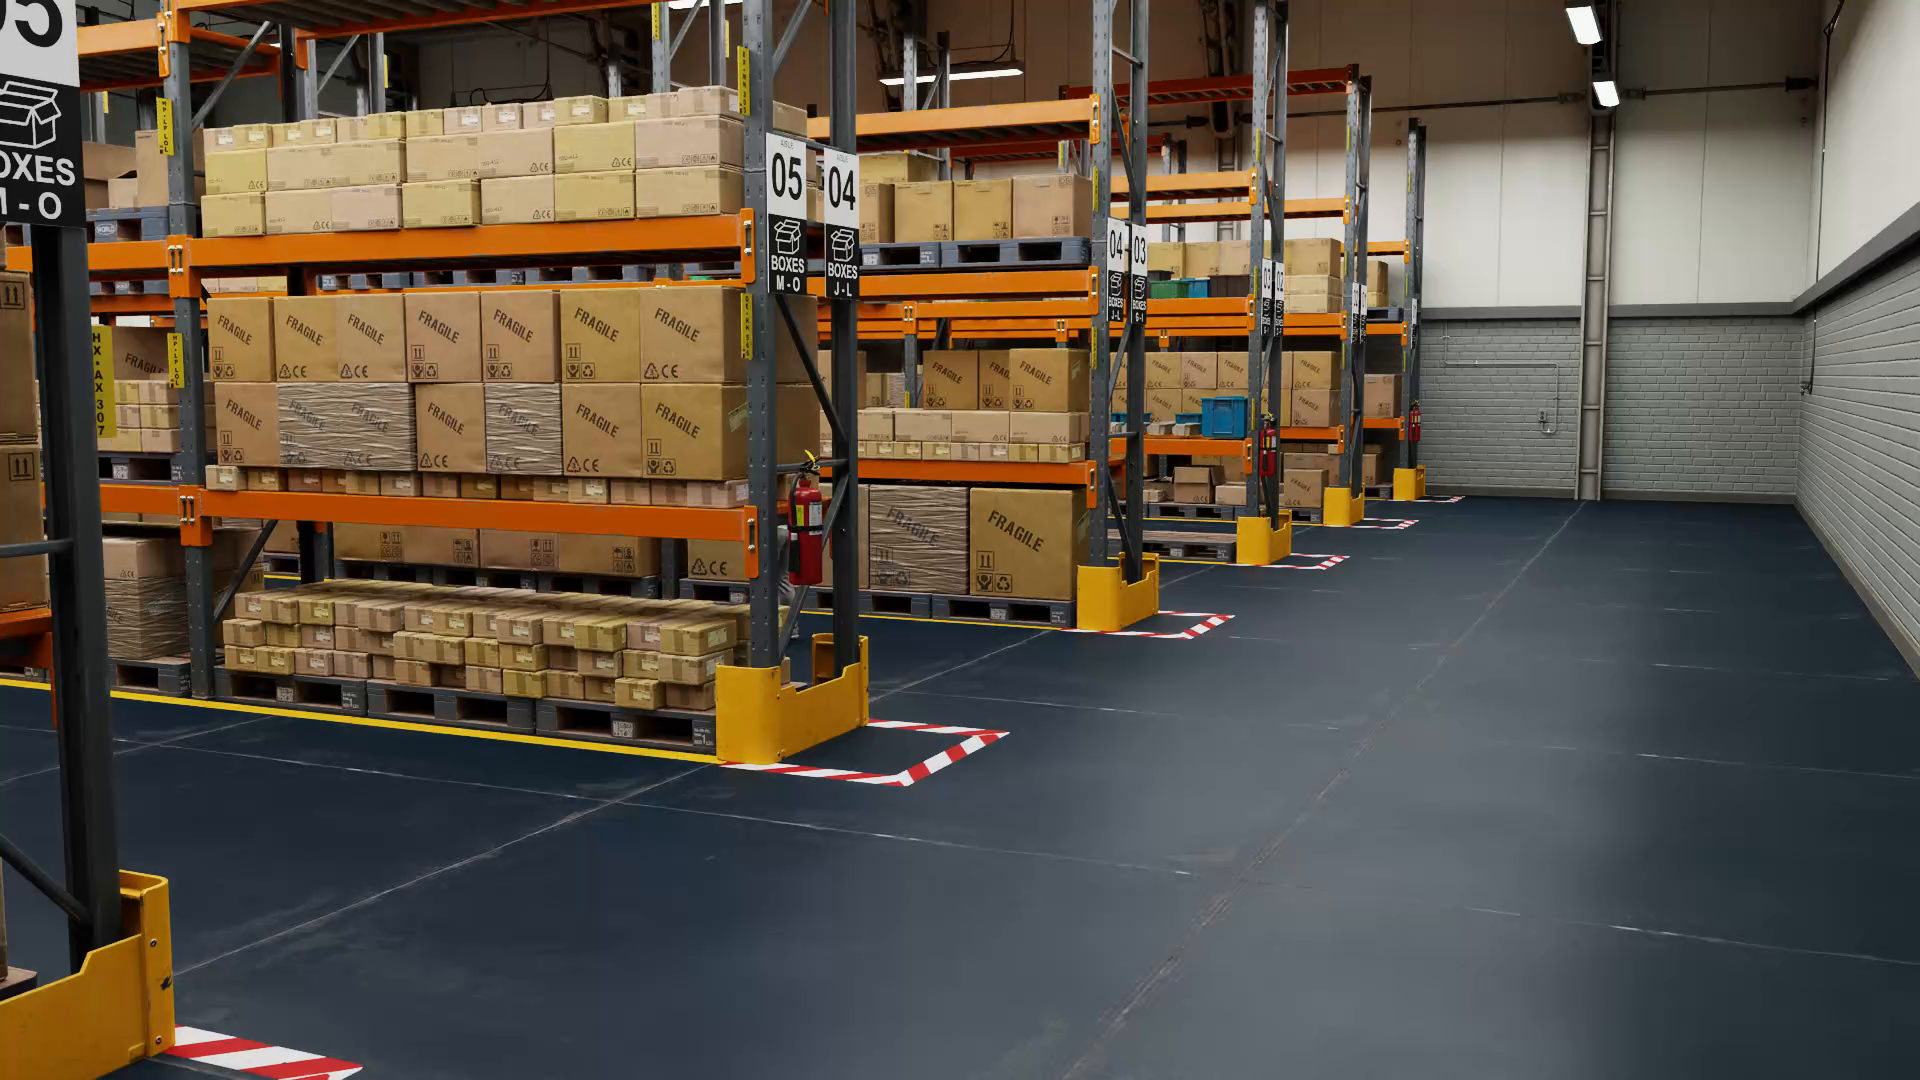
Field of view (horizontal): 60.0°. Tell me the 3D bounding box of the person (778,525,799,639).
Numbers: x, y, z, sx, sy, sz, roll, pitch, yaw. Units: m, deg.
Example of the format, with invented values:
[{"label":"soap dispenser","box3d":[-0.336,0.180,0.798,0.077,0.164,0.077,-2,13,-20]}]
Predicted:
[{"label":"person","box3d":[-1.390,-0.062,12.384,0.376,1.663,0.529,2,6,23]}]
